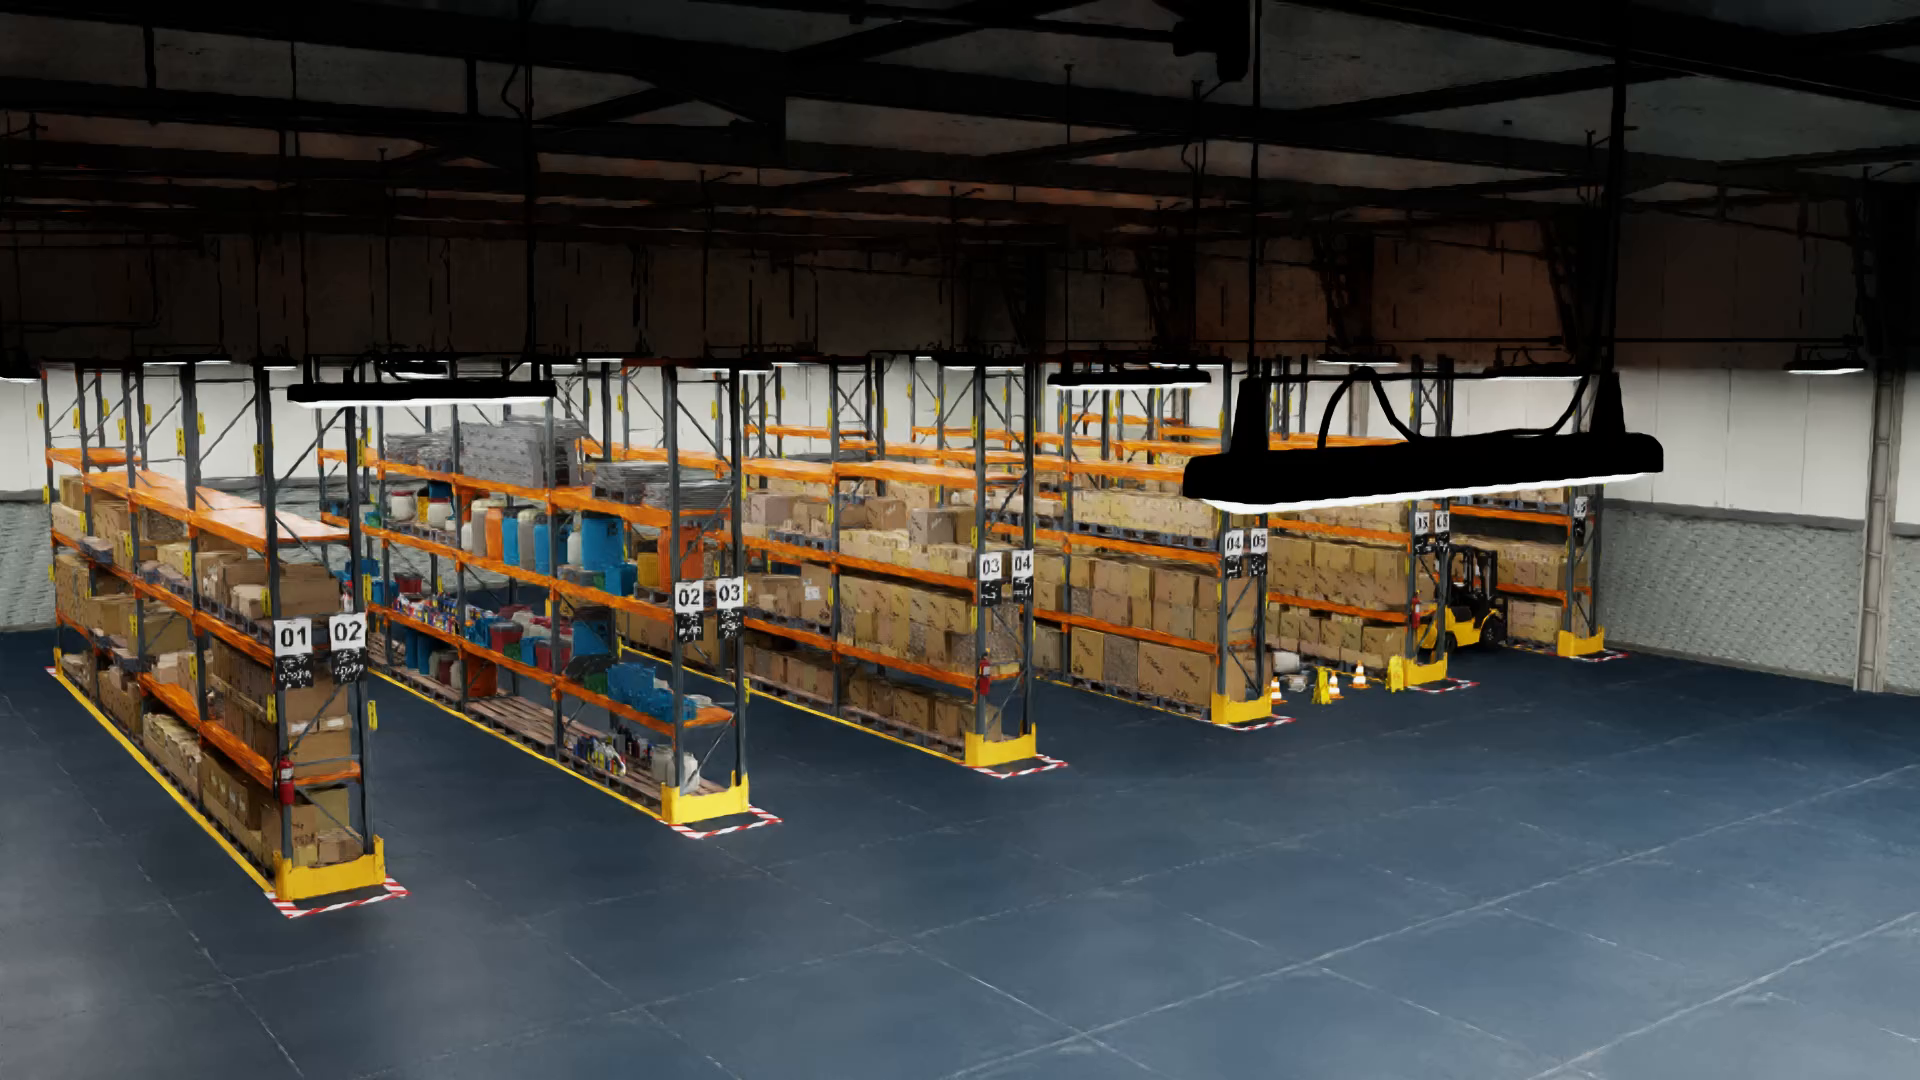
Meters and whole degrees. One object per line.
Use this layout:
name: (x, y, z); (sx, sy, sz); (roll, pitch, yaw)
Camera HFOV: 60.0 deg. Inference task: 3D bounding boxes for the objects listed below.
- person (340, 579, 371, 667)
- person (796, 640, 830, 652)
person: (-11.668, 1.623, 32.009); (0.611, 1.767, 0.680); (0, 7, -2)
person: (-3.107, 1.430, 33.791); (0.542, 1.675, 1.126); (-5, 8, -33)
